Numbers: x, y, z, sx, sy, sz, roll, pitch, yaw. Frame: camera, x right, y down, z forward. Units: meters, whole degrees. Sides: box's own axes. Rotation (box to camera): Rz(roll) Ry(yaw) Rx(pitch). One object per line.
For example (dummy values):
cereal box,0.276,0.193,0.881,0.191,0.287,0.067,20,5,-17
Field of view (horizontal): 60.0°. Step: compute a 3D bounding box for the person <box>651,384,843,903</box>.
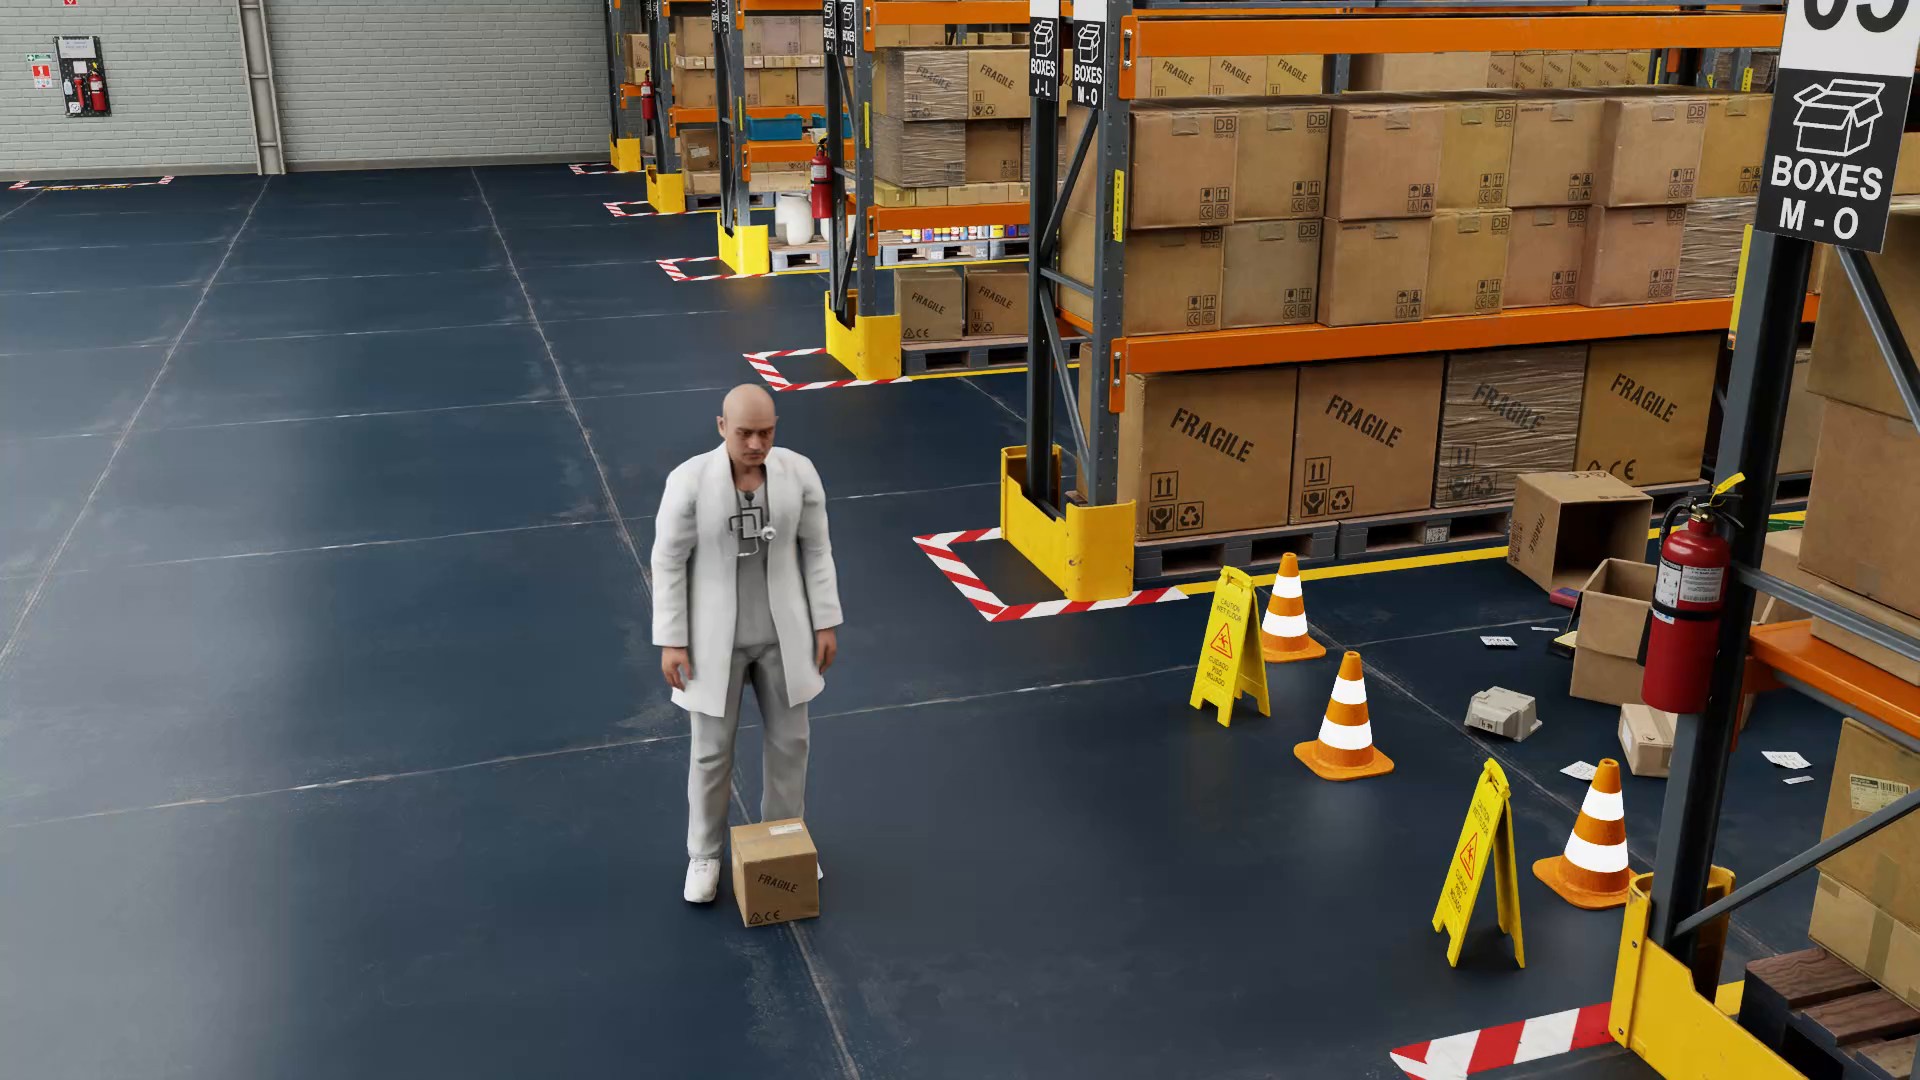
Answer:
person,-0.713,0.330,5.627,0.650,1.774,0.417,-6,20,-18
